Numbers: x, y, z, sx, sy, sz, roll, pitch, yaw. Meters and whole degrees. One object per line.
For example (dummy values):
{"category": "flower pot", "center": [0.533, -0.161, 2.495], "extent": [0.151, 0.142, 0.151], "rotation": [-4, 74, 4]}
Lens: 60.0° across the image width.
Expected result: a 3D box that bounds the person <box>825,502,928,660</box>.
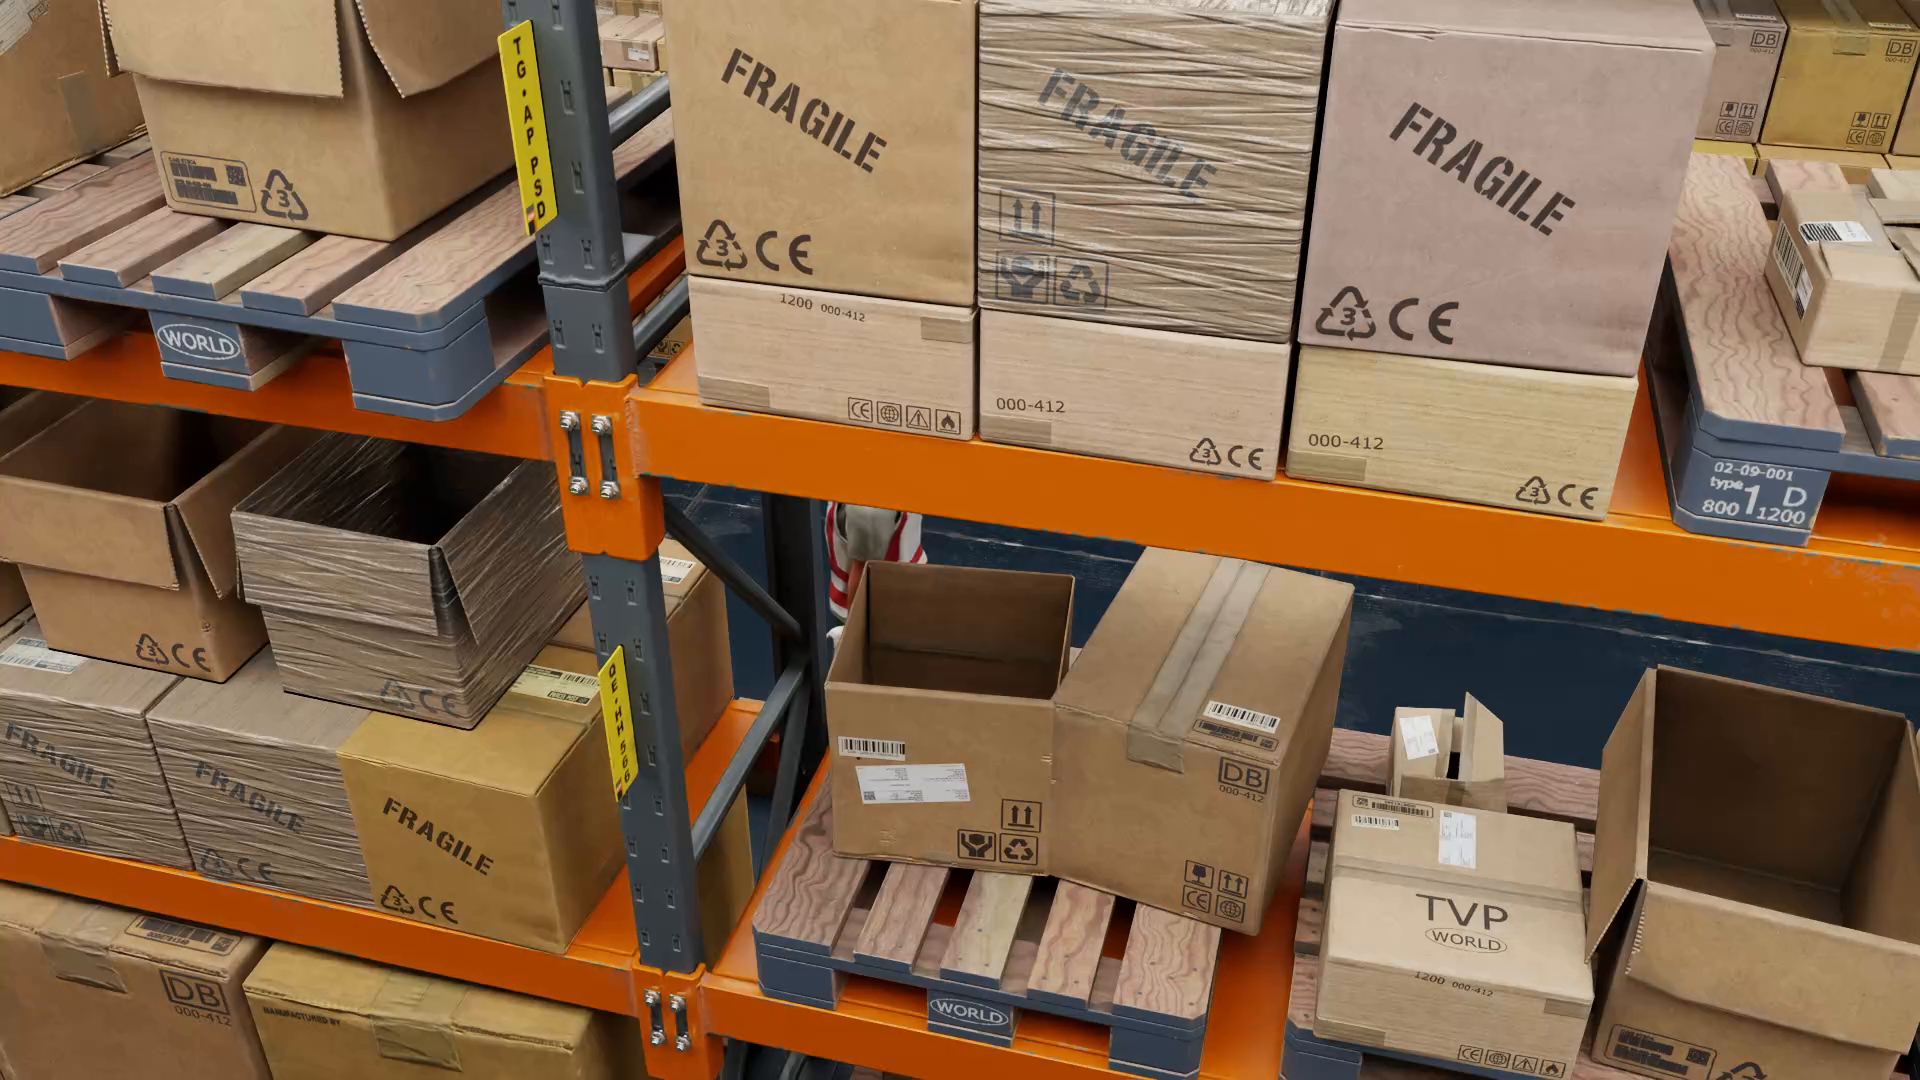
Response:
{"category": "person", "center": [-0.284, 0.219, 5.779], "extent": [0.341, 1.782, 0.526], "rotation": [9, 34, 13]}
